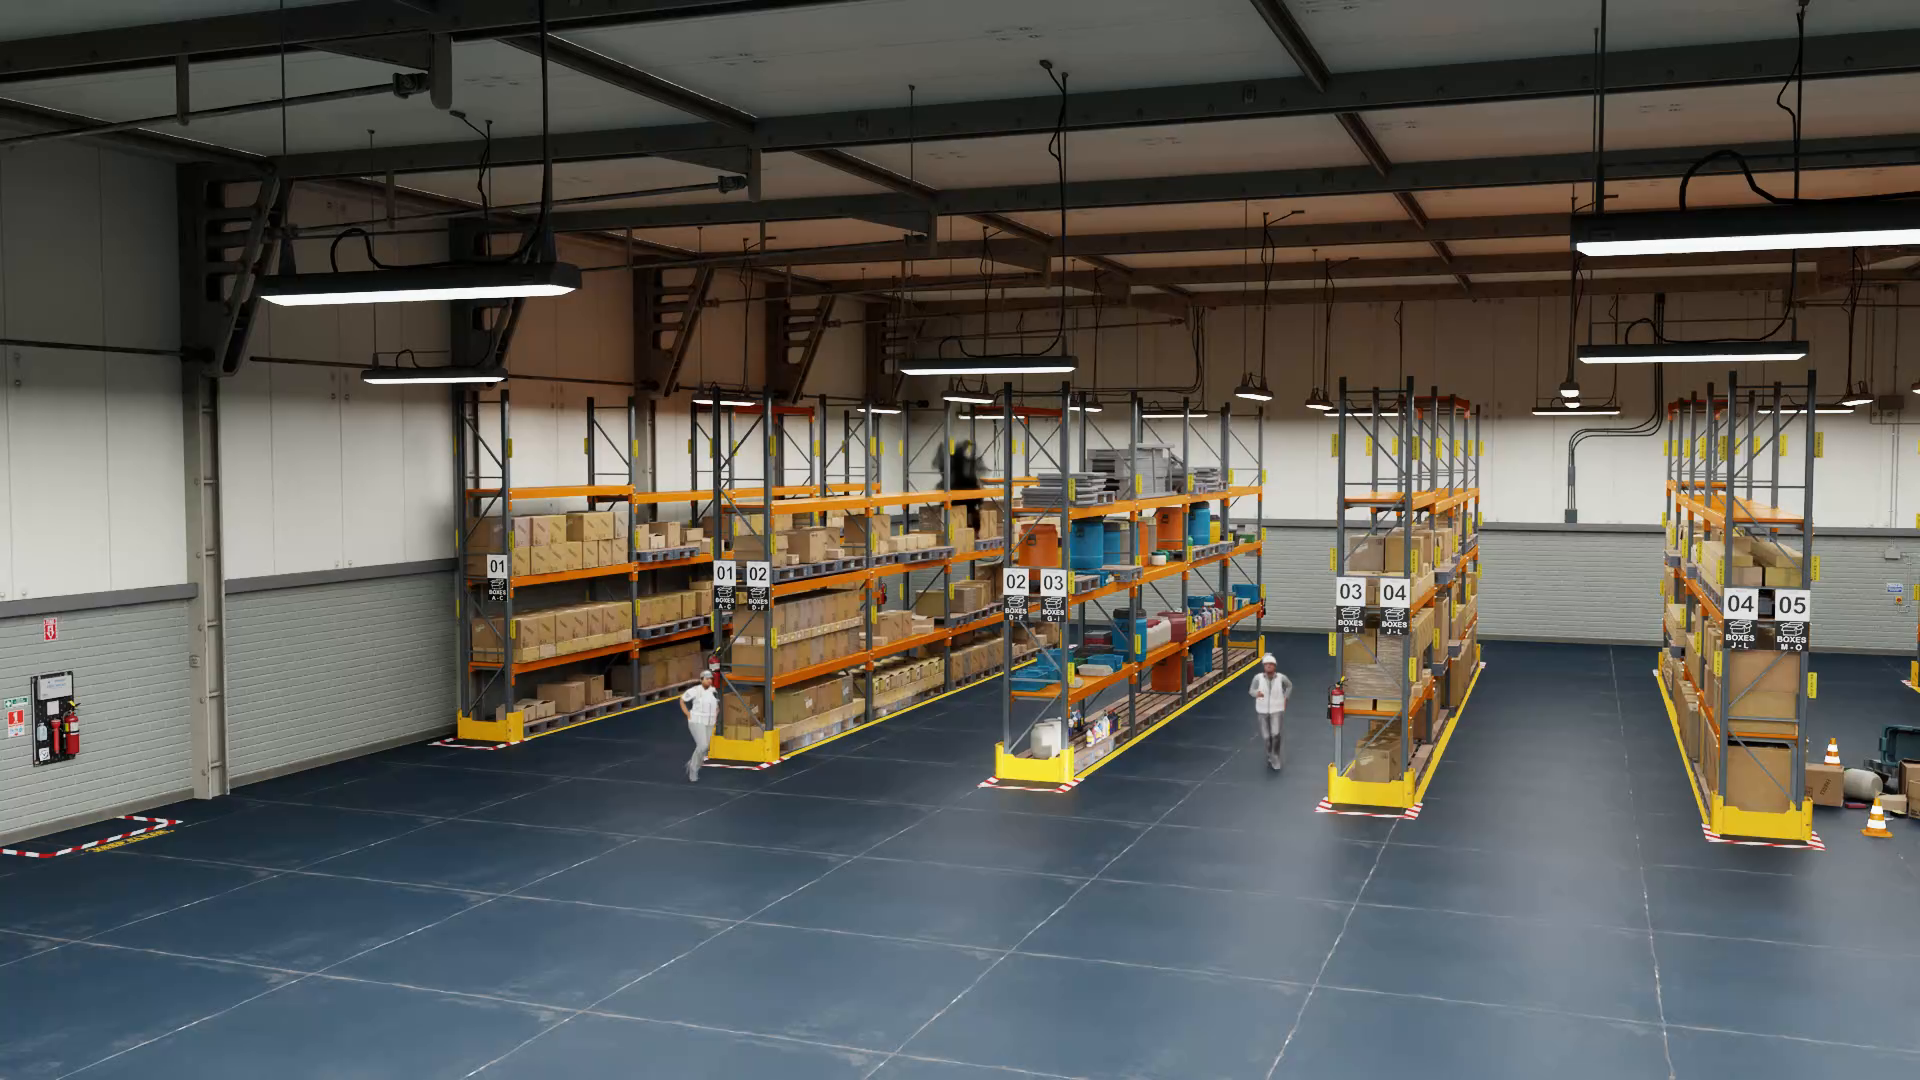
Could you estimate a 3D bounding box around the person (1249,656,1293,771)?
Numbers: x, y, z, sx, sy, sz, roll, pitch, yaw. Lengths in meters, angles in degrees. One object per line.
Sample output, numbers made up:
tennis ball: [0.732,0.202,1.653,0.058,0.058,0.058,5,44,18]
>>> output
person: [4.855,2.696,26.049,0.640,1.795,0.777,1,3,20]

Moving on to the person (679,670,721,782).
person: [-3.893,2.811,25.194,0.628,1.679,0.604,3,4,44]
